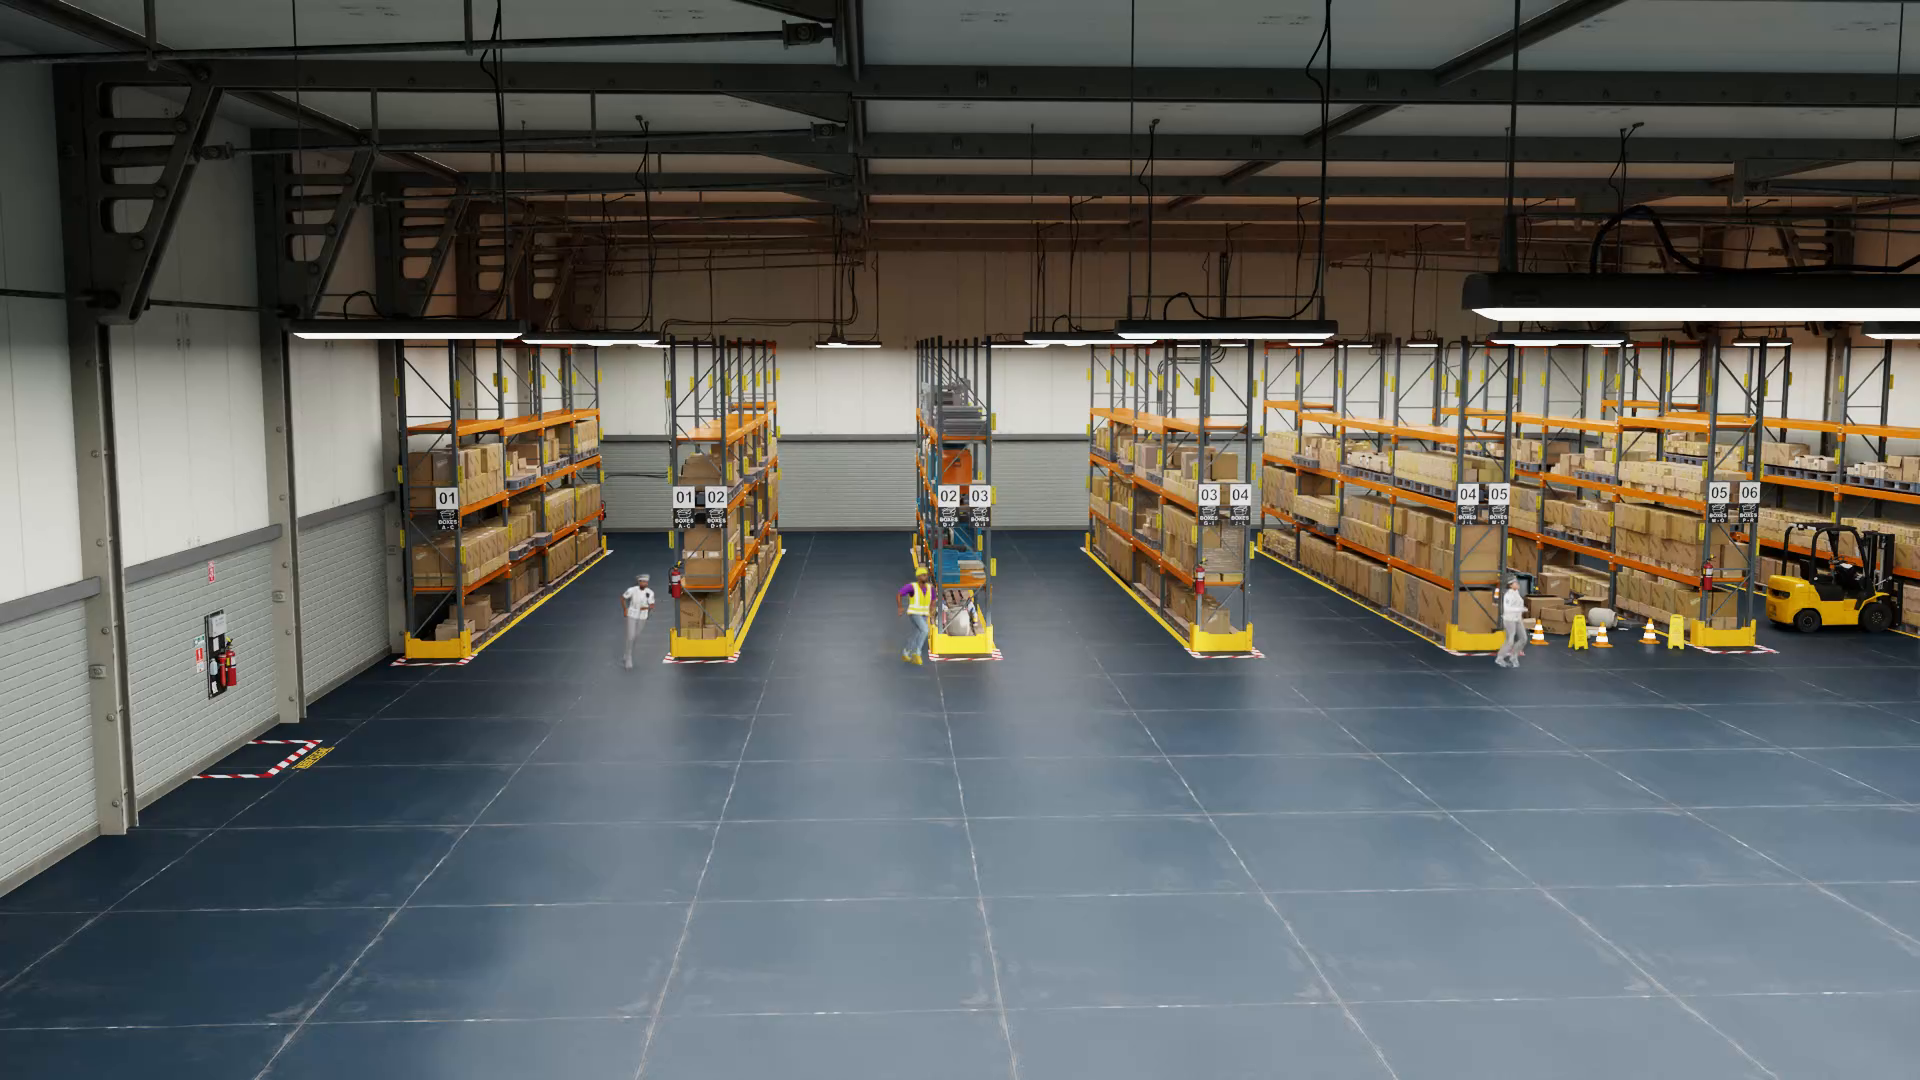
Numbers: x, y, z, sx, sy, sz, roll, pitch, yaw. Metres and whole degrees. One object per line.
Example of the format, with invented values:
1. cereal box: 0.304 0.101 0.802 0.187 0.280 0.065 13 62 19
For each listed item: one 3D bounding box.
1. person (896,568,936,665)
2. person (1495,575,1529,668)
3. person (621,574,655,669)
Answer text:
1. person: -0.732 1.381 30.559 0.712 1.722 0.690 -6 9 -42
2. person: 10.034 1.494 30.089 0.595 1.738 0.610 6 9 42
3. person: -5.912 1.441 30.435 0.656 1.661 0.891 -3 7 -28
